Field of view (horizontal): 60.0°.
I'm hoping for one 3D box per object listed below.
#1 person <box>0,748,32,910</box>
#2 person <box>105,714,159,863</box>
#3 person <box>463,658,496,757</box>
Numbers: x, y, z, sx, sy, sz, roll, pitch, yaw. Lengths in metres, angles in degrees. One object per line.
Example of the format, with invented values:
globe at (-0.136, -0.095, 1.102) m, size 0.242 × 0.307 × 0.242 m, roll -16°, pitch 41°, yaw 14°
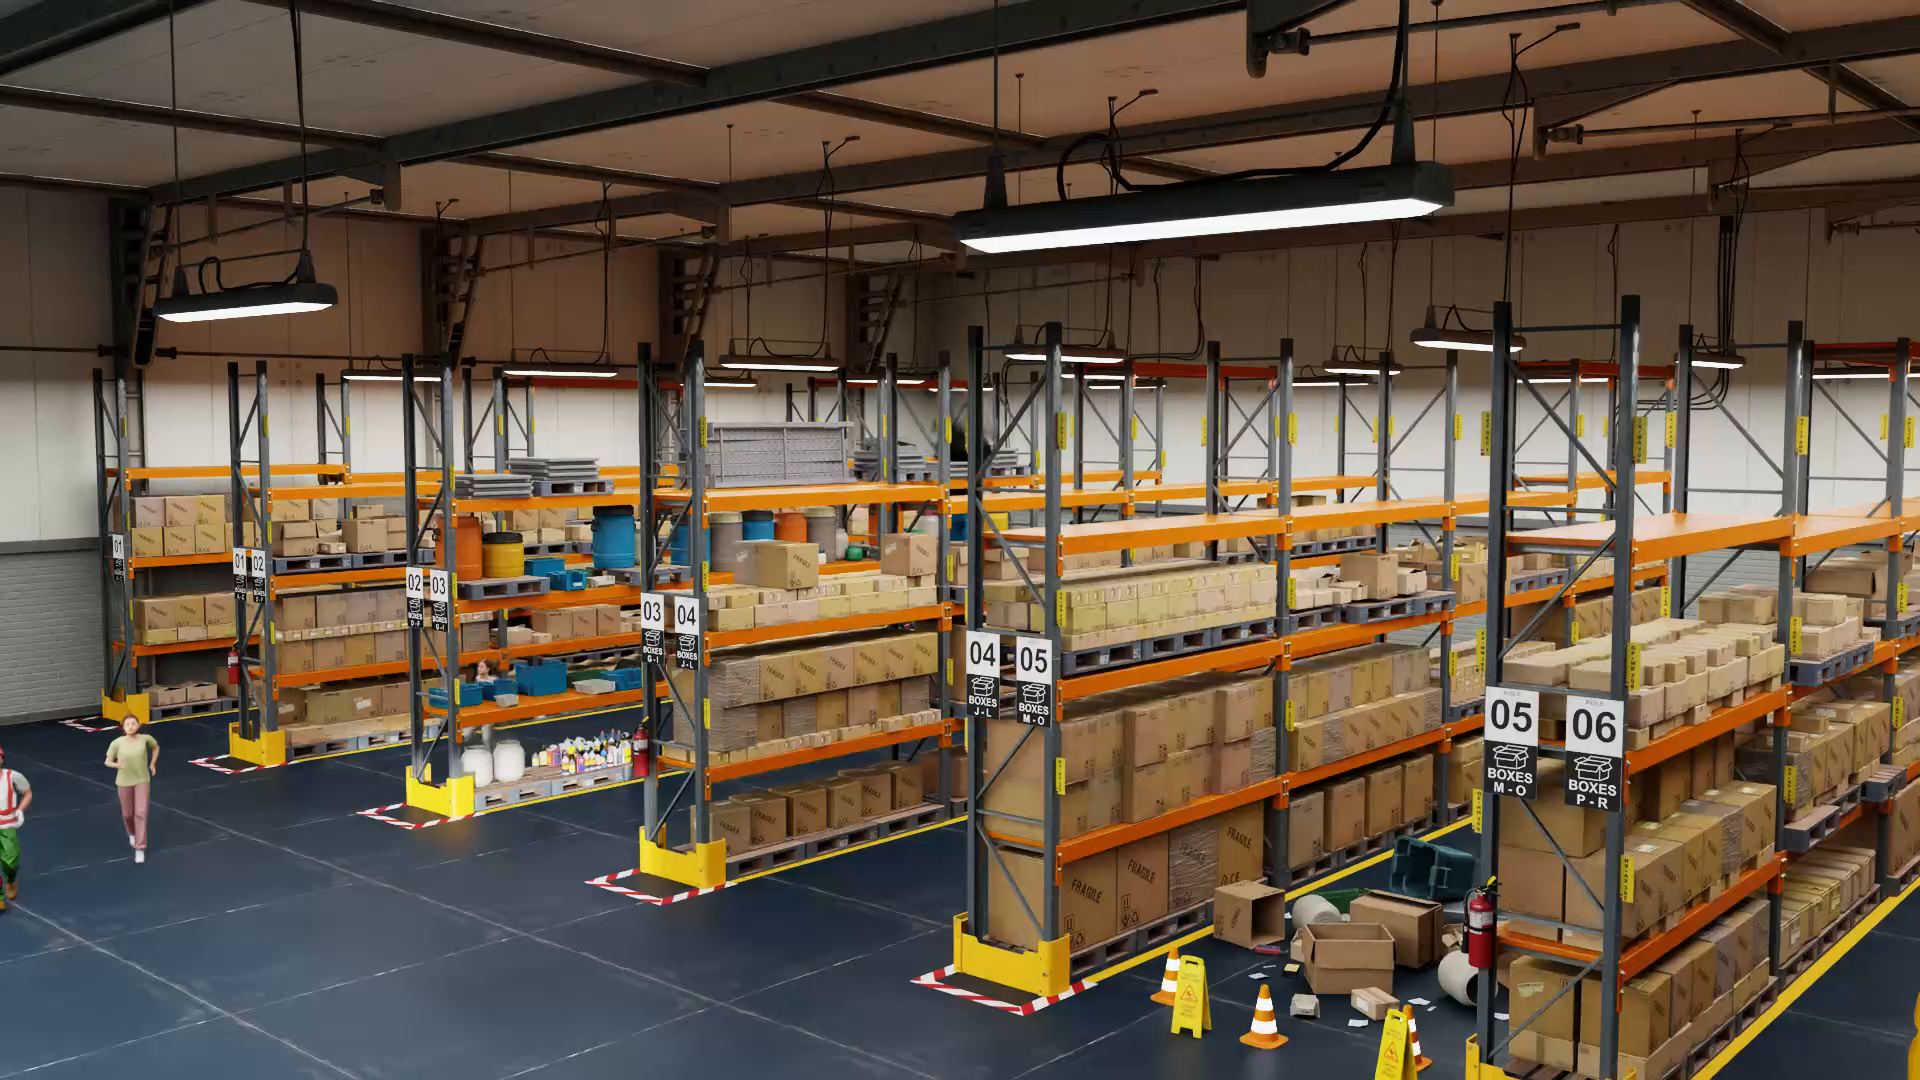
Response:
person at (-10.074, 3.012, 17.390) m, size 0.650 × 1.739 × 0.605 m, roll -2°, pitch 5°, yaw -25°
person at (-9.701, 2.870, 19.507) m, size 0.574 × 1.673 × 0.951 m, roll -2°, pitch 5°, yaw -25°
person at (-6.973, 2.665, 24.256) m, size 0.552 × 1.391 × 0.613 m, roll 2°, pitch 5°, yaw 21°
